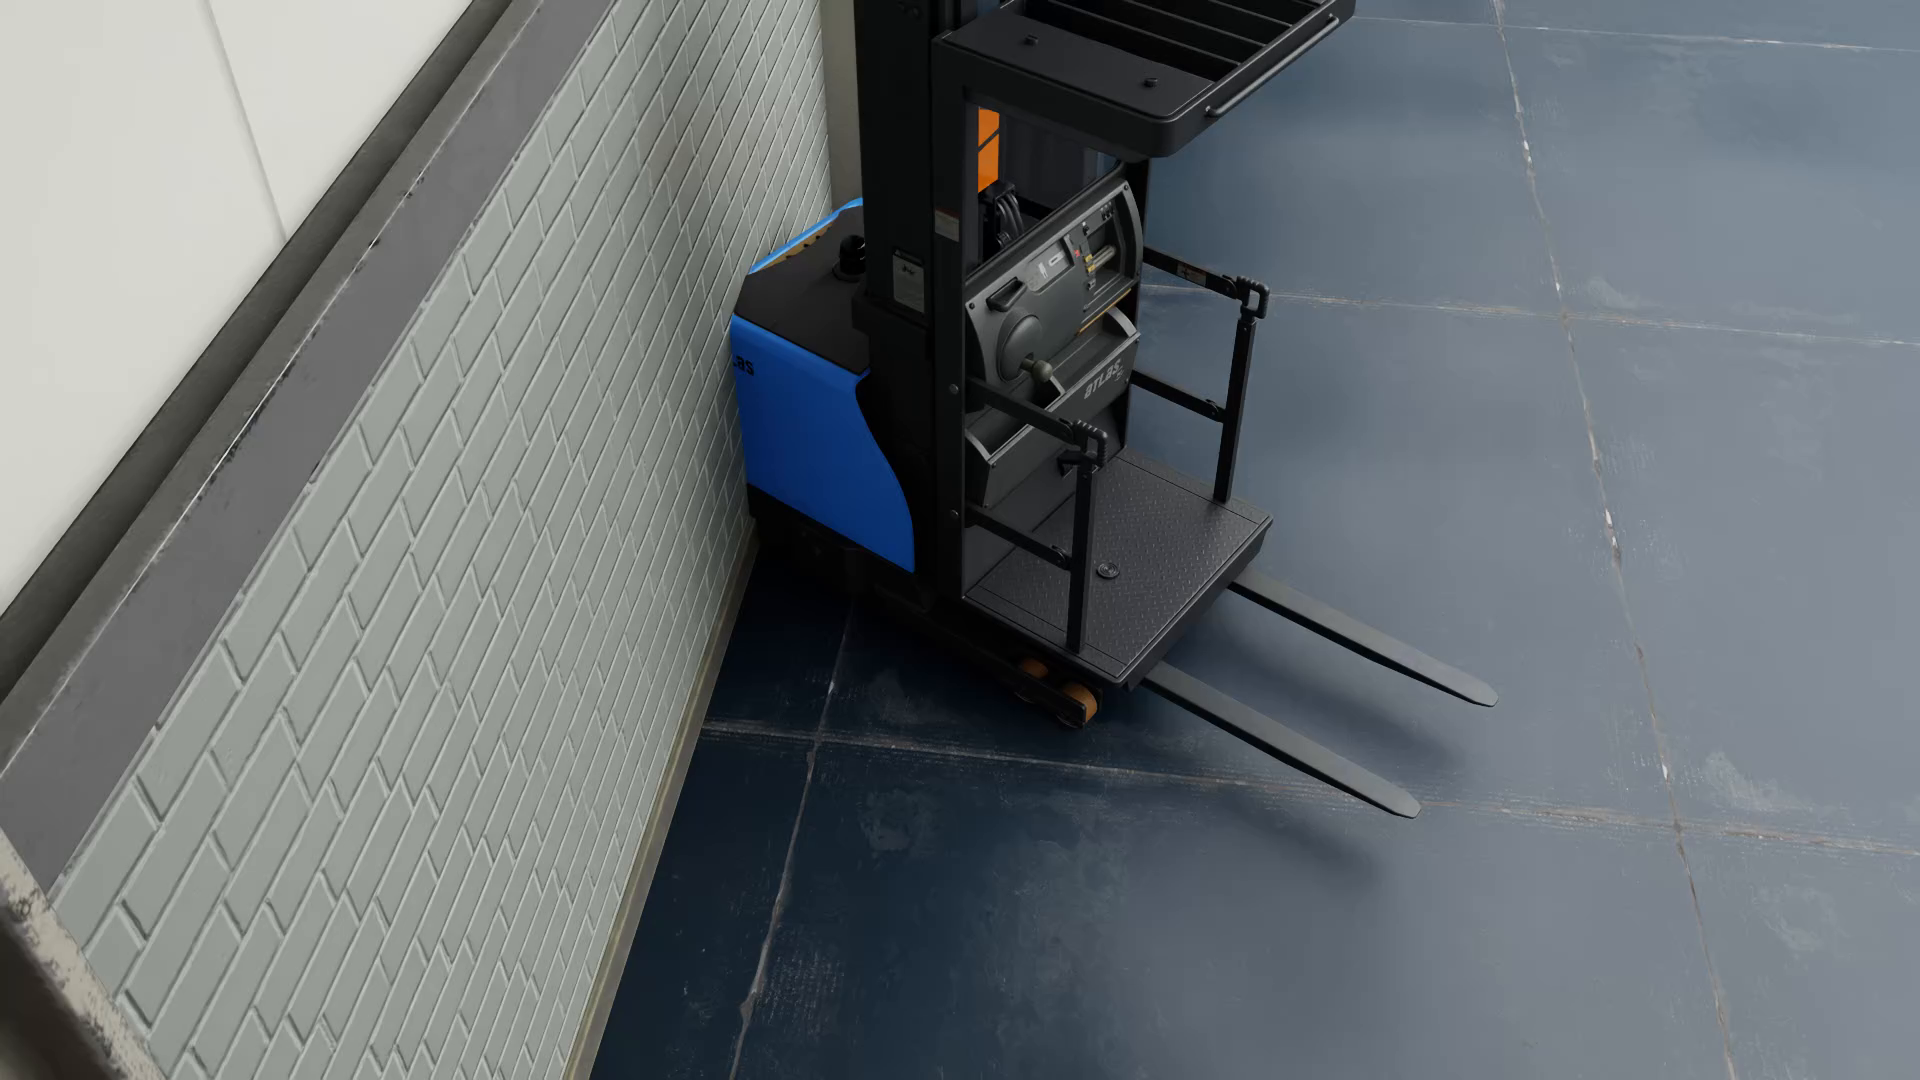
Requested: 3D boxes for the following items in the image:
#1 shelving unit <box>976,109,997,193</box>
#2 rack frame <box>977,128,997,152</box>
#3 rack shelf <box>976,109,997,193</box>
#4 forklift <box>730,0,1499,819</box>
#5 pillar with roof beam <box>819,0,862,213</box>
[{"bbox_3d":[0.168,-1.803,7.564,0.587,1.500,1.083,4,44,5],"label":"shelving unit"},{"bbox_3d":[0.114,-1.462,7.203,0.500,1.500,0.032,4,44,5],"label":"rack frame"},{"bbox_3d":[0.169,-1.679,7.694,0.538,0.185,1.000,4,44,5],"label":"rack shelf"},{"bbox_3d":[0.494,-0.803,5.467,3.031,2.935,1.130,28,50,26],"label":"forklift"},{"bbox_3d":[3.841,-4.232,4.674,9.100,9.000,0.400,5,44,6],"label":"pillar with roof beam"}]
